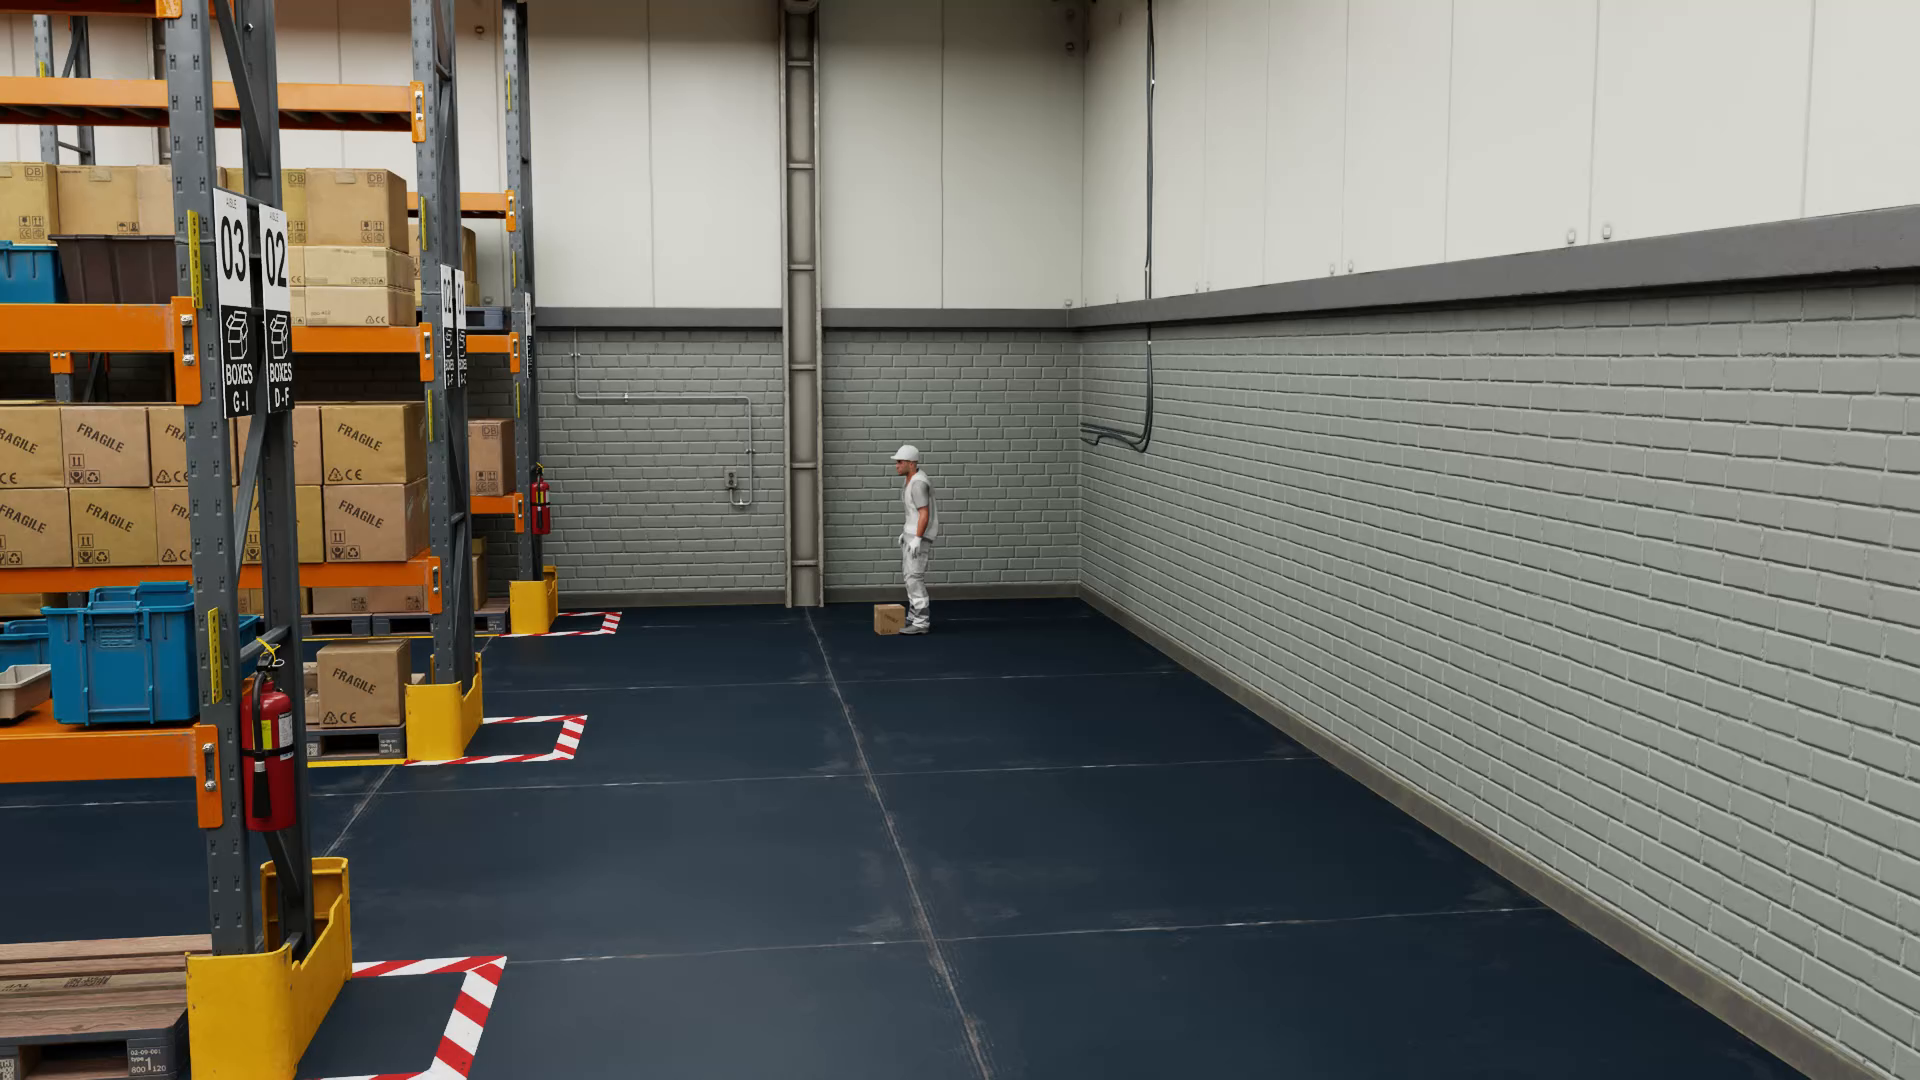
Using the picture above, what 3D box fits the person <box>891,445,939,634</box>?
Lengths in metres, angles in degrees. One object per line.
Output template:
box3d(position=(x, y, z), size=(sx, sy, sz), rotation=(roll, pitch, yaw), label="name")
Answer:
box3d(position=(-0.437, -0.008, 15.703), size=(0.445, 1.781, 0.622), rotation=(-1, 7, -11), label="person")
